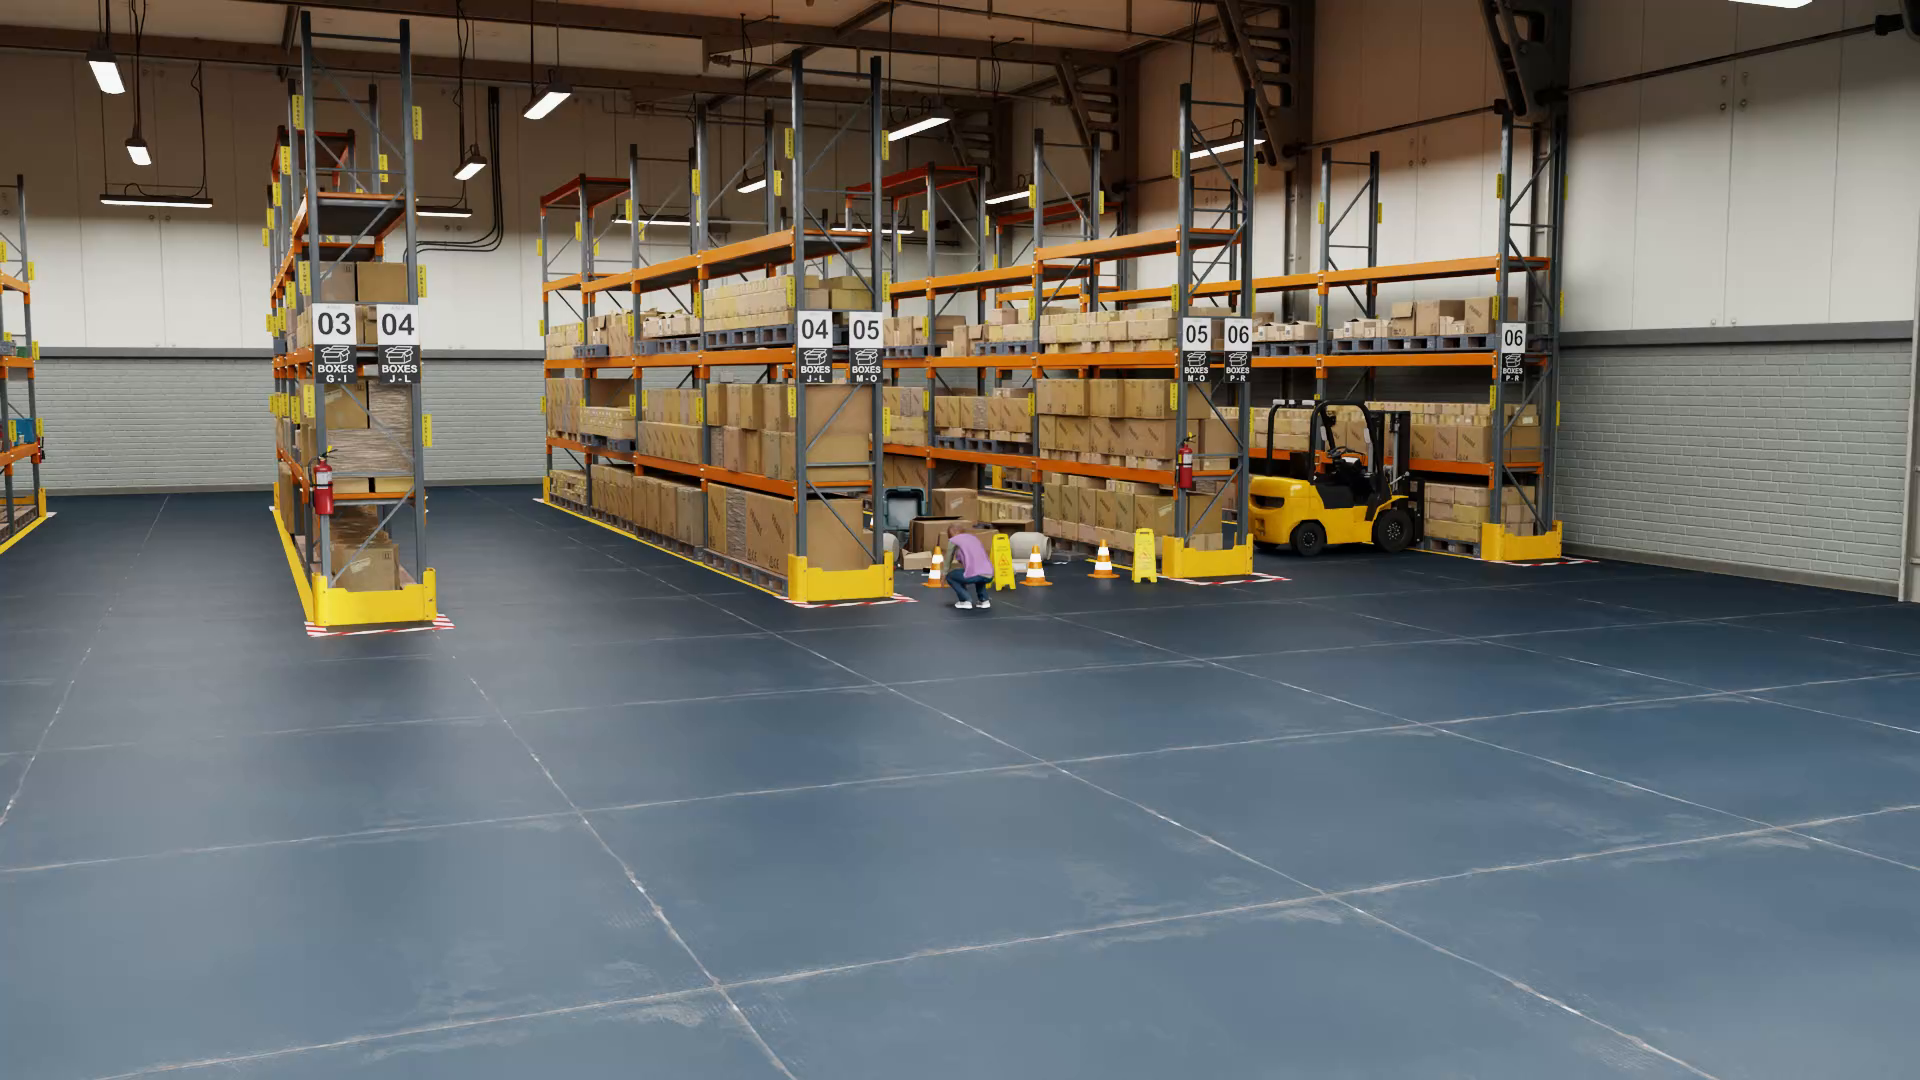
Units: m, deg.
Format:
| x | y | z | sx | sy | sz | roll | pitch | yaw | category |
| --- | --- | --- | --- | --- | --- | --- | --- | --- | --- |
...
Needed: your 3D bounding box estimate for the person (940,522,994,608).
| x | y | z | sx | sy | sz | roll | pitch | yaw | category |
| --- | --- | --- | --- | --- | --- | --- | --- | --- | --- |
| 0.076 | 0.275 | 18.008 | 0.431 | 0.905 | 0.825 | -3 | 6 | -25 | person |
